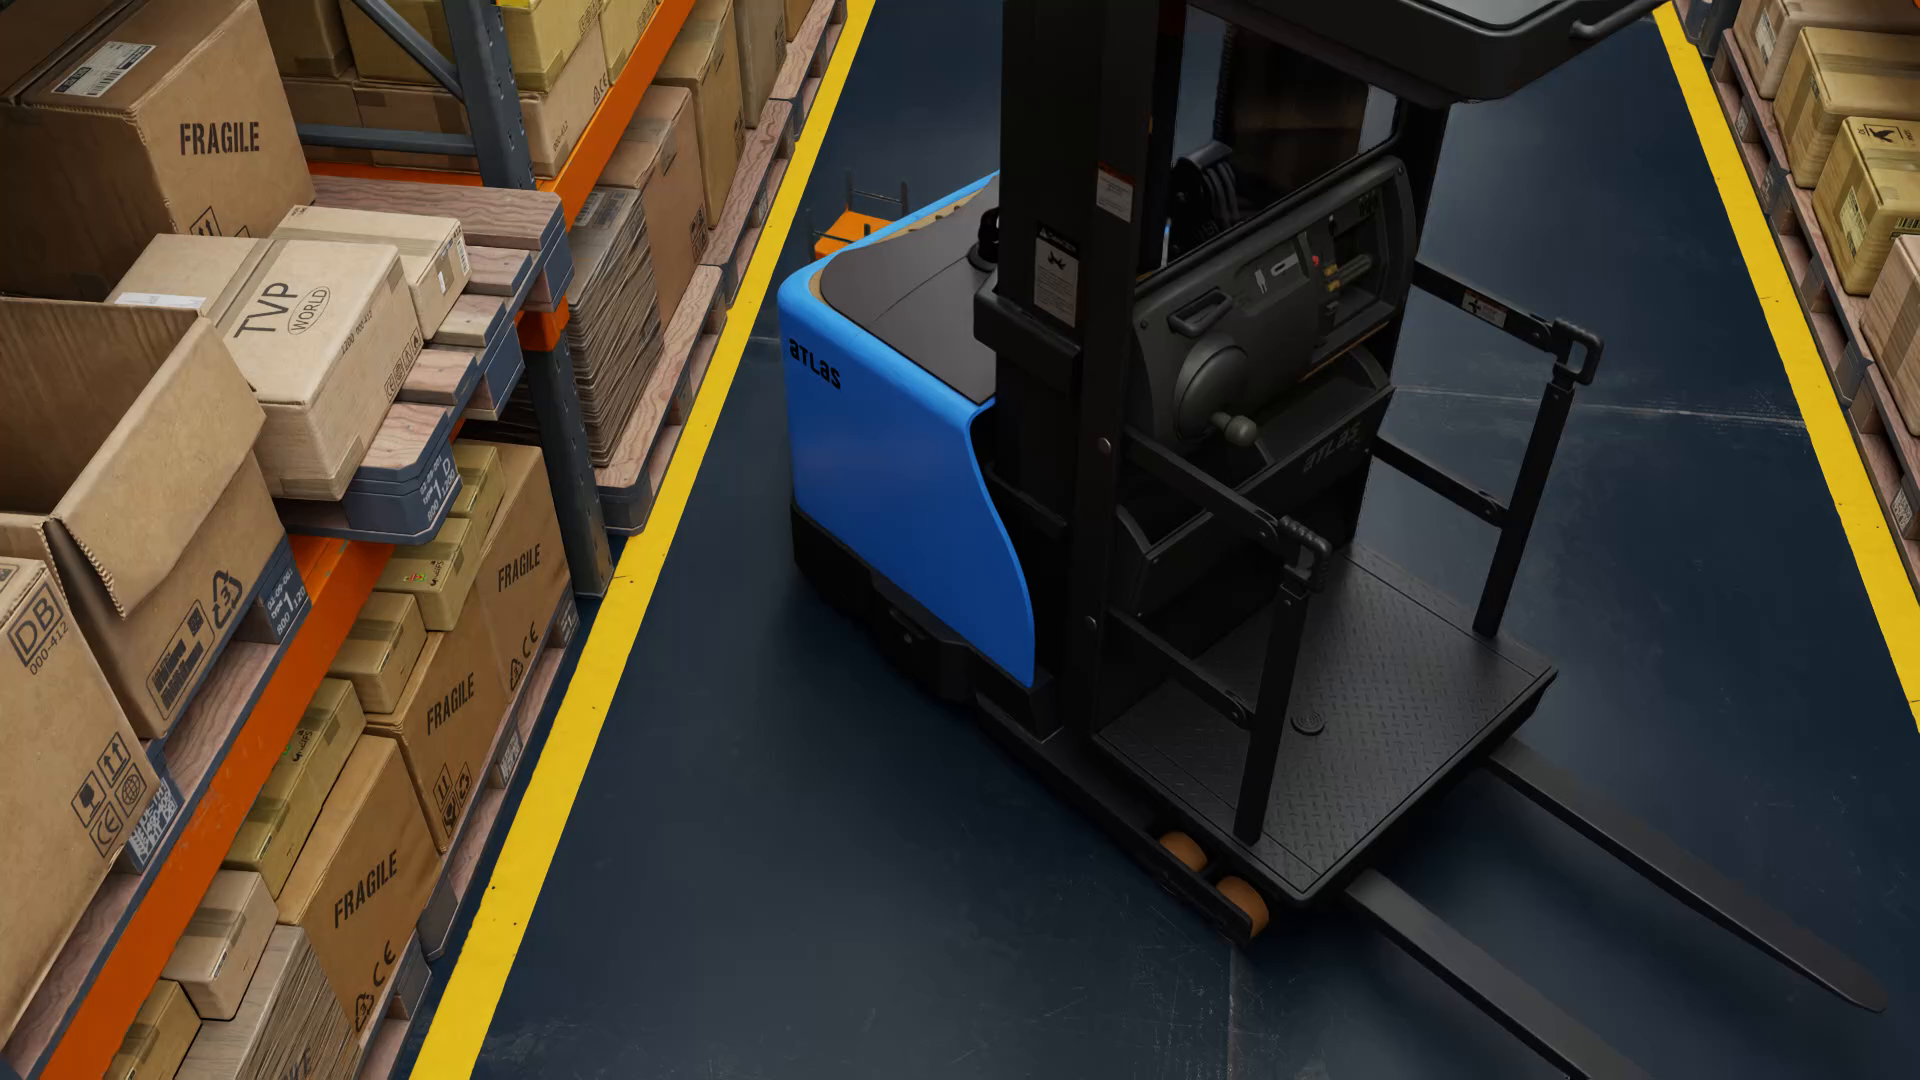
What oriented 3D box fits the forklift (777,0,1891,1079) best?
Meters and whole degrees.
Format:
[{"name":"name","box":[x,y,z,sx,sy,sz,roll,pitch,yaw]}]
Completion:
[{"name":"forklift","box":[0.865,-0.457,3.601,1.130,2.935,3.031,-33,52,-30]}]

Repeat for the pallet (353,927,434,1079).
[{"name":"pallet","box":[-1.872,1.352,3.668,1.003,0.211,1.213,5,44,6]}]

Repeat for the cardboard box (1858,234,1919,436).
[{"name":"cardboard box","box":[3.522,-0.632,5.342,0.950,0.372,0.625,4,44,5]}]

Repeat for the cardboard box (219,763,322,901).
[{"name":"cardboard box","box":[-1.583,0.595,3.481,0.380,0.149,0.250,5,44,5]}]

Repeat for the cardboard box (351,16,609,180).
[{"name":"cardboard box","box":[-1.272,-1.221,4.467,0.500,0.250,0.500,5,44,6]}]

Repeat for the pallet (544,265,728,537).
[{"name":"pallet","box":[-1.425,-0.540,5.667,1.003,0.211,1.213,5,44,6]}]

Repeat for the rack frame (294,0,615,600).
[{"name":"rack frame","box":[-1.572,-0.995,4.119,1.000,3.000,0.127,5,44,6]}]

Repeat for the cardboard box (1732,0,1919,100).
[{"name":"cardboard box","box":[3.810,-2.113,6.906,0.950,0.372,0.625,6,44,6]}]

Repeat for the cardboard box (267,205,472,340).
[{"name":"cardboard box","box":[-1.279,-0.574,3.551,0.380,0.149,0.250,6,44,6]}]

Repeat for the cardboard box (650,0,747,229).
[{"name":"cardboard box","box":[-1.309,-1.614,6.194,0.875,0.625,0.625,4,44,4]}]

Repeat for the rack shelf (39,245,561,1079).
[{"name":"rack shelf","box":[-1.837,0.629,2.927,1.077,0.370,4.000,5,44,6]}]

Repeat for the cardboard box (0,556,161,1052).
[{"name":"cardboard box","box":[-1.643,0.345,2.326,0.700,0.500,0.500,5,44,5]}]

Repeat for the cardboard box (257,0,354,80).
[{"name":"cardboard box","box":[-1.788,-1.453,4.349,0.500,0.250,0.500,6,44,6]}]

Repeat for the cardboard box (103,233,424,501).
[{"name":"cardboard box","box":[-1.391,-0.344,3.236,0.500,0.250,0.500,3,44,4]}]

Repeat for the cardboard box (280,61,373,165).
[{"name":"cardboard box","box":[-1.767,-1.270,4.519,0.500,0.250,0.500,4,44,5]}]

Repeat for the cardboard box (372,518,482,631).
[{"name":"cardboard box","box":[-1.392,0.073,4.032,0.380,0.149,0.250,3,44,3]}]

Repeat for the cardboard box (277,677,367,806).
[{"name":"cardboard box","box":[-1.550,0.424,3.661,0.380,0.149,0.250,6,44,7]}]

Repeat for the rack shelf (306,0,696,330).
[{"name":"rack shelf","box":[-1.308,-2.097,5.806,1.077,0.370,4.000,5,44,6]}]

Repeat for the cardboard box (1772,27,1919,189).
[{"name":"cardboard box","box":[3.718,-1.623,6.388,0.950,0.372,0.625,8,44,8]}]

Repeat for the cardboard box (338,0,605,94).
[{"name":"cardboard box","box":[-1.247,-1.400,4.292,0.500,0.250,0.500,5,44,5]}]

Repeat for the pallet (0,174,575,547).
[{"name":"pallet","box":[-1.592,-0.457,3.690,1.213,0.211,1.003,5,44,6]}]

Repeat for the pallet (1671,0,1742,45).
[{"name":"pallet","box":[3.931,-2.721,7.970,1.003,0.211,1.213,5,44,6]}]

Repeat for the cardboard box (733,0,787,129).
[{"name":"cardboard box","box":[-1.212,-2.126,6.736,0.875,0.625,0.625,5,44,5]}]

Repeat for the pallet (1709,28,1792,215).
[{"name":"pallet","box":[3.776,-1.729,6.922,1.003,0.211,1.213,5,44,6]}]

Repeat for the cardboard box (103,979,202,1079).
[{"name":"cardboard box","box":[-1.673,0.948,3.108,0.380,0.149,0.250,5,44,6]}]

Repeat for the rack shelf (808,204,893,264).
[{"name":"rack shelf","box":[-0.295,-0.804,4.938,0.215,0.259,0.240,17,46,17]}]

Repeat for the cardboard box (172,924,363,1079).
[{"name":"cardboard box","box":[-1.609,1.121,3.397,0.500,0.500,0.500,4,44,4]}]

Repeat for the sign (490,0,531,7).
[{"name":"sign","box":[-1.033,-1.344,3.703,0.100,0.325,0.005,5,44,6]}]

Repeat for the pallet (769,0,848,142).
[{"name":"pallet","box":[-1.102,-2.203,7.423,1.003,0.211,1.213,5,44,6]}]

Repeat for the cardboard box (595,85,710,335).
[{"name":"cardboard box","box":[-1.398,-1.155,5.710,0.875,0.625,0.625,7,44,7]}]

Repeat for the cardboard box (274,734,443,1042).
[{"name":"cardboard box","box":[-1.558,0.765,3.773,0.500,0.500,0.500,7,44,7]}]

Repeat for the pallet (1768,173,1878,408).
[{"name":"pallet","box":[3.617,-0.895,6.042,1.003,0.211,1.213,5,44,6]}]

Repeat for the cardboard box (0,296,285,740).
[{"name":"cardboard box","box":[-1.605,-0.056,2.746,0.797,0.503,0.637,4,44,5]}]

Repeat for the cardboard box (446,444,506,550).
[{"name":"cardboard box","box":[-1.387,-0.116,4.231,0.380,0.149,0.250,3,44,3]}]

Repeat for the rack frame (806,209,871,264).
[{"name":"rack frame","box":[-0.344,-0.529,5.045,0.200,1.050,0.008,17,46,17]}]

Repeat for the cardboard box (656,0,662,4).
[{"name":"cardboard box","box":[-1.139,-1.915,5.199,0.500,0.250,0.500,4,44,4]}]

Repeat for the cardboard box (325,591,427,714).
[{"name":"cardboard box","box":[-1.471,0.249,3.847,0.380,0.149,0.250,4,44,4]}]

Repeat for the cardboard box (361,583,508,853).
[{"name":"cardboard box","box":[-1.492,0.408,4.150,0.500,0.500,0.500,5,44,5]}]

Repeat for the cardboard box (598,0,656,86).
[{"name":"cardboard box","box":[-1.200,-1.563,4.828,0.500,0.250,0.500,4,44,5]}]

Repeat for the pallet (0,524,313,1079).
[{"name":"pallet","box":[-1.825,0.401,2.785,1.003,0.211,1.213,5,44,6]}]

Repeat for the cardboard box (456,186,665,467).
[{"name":"cardboard box","box":[-1.476,-0.709,5.239,0.875,0.625,0.625,7,44,7]}]

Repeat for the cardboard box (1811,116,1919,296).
[{"name":"cardboard box","box":[3.628,-1.149,5.887,0.950,0.372,0.625,7,44,7]}]

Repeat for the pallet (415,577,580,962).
[{"name":"pallet","box":[-1.709,0.523,4.544,1.003,0.211,1.213,5,44,6]}]

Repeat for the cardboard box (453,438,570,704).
[{"name":"cardboard box","box":[-1.415,0.068,4.509,0.500,0.500,0.500,6,44,7]}]

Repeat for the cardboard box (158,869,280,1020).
[{"name":"cardboard box","box":[-1.590,0.786,3.280,0.380,0.149,0.250,3,44,4]}]

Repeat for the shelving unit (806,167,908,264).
[{"name":"shelving unit","box":[-0.295,-0.605,5.126,0.215,1.050,0.252,17,46,17]}]

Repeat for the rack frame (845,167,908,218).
[{"name":"rack frame","box":[-0.245,-0.682,5.207,0.200,1.050,0.008,17,46,17]}]

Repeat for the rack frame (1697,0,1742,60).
[{"name":"rack frame","box":[3.877,-3.272,6.524,1.000,3.000,0.127,5,44,6]}]

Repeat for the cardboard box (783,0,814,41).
[{"name":"cardboard box","box":[-1.101,-2.655,7.294,0.875,0.625,0.625,7,44,7]}]

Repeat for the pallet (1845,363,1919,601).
[{"name":"pallet","box":[3.453,-0.066,5.166,1.003,0.211,1.213,5,44,6]}]

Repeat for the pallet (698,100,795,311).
[{"name":"pallet","box":[-1.261,-1.369,6.542,1.003,0.211,1.213,5,44,6]}]

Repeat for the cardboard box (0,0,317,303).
[{"name":"cardboard box","box":[-1.795,-0.847,3.585,0.500,0.500,0.500,7,44,7]}]
